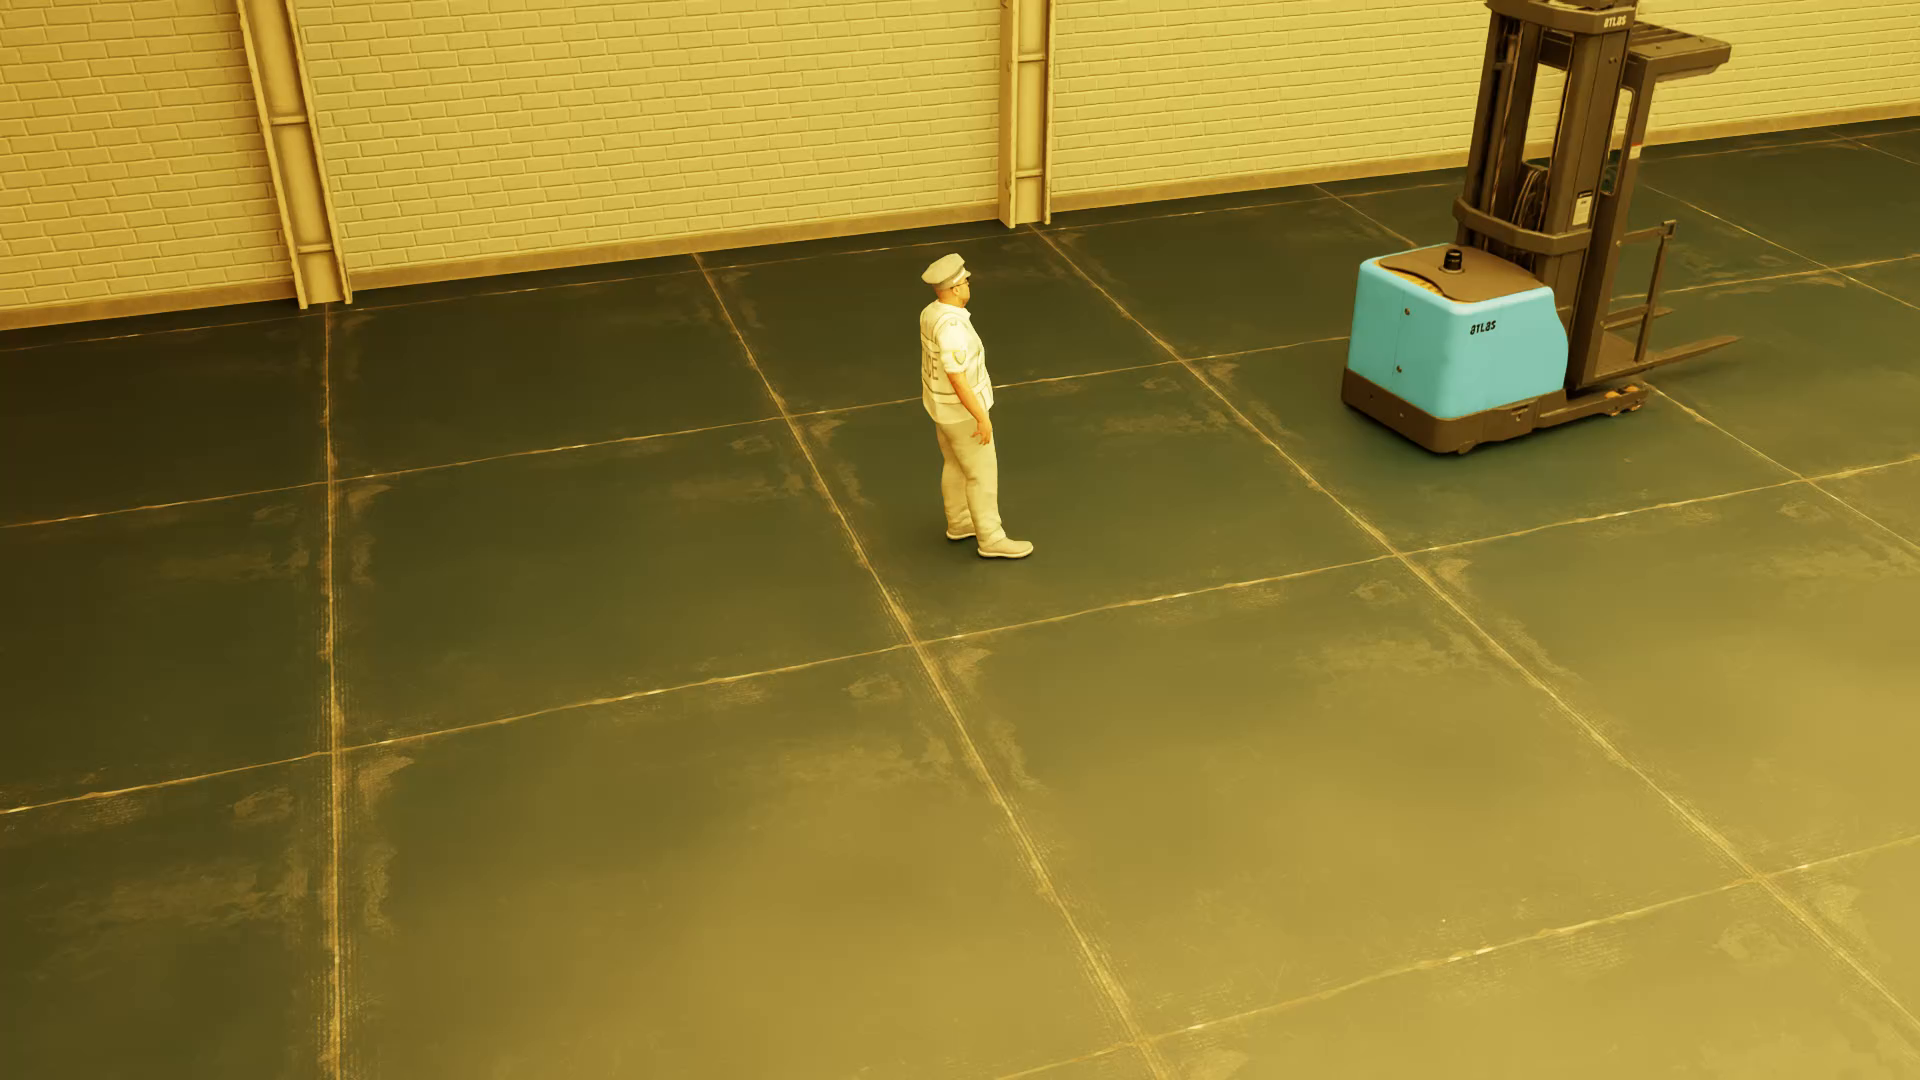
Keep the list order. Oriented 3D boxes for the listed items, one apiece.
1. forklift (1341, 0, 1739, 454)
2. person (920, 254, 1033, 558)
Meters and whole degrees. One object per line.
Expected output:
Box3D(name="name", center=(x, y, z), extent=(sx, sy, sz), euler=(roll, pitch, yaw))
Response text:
Box3D(name="forklift", center=(4.205, -2.346, 11.164), extent=(3.031, 2.935, 1.130), euler=(-15, 33, -24))
Box3D(name="person", center=(0.077, -0.785, 9.590), extent=(0.575, 1.781, 0.640), euler=(-10, 31, -16))
